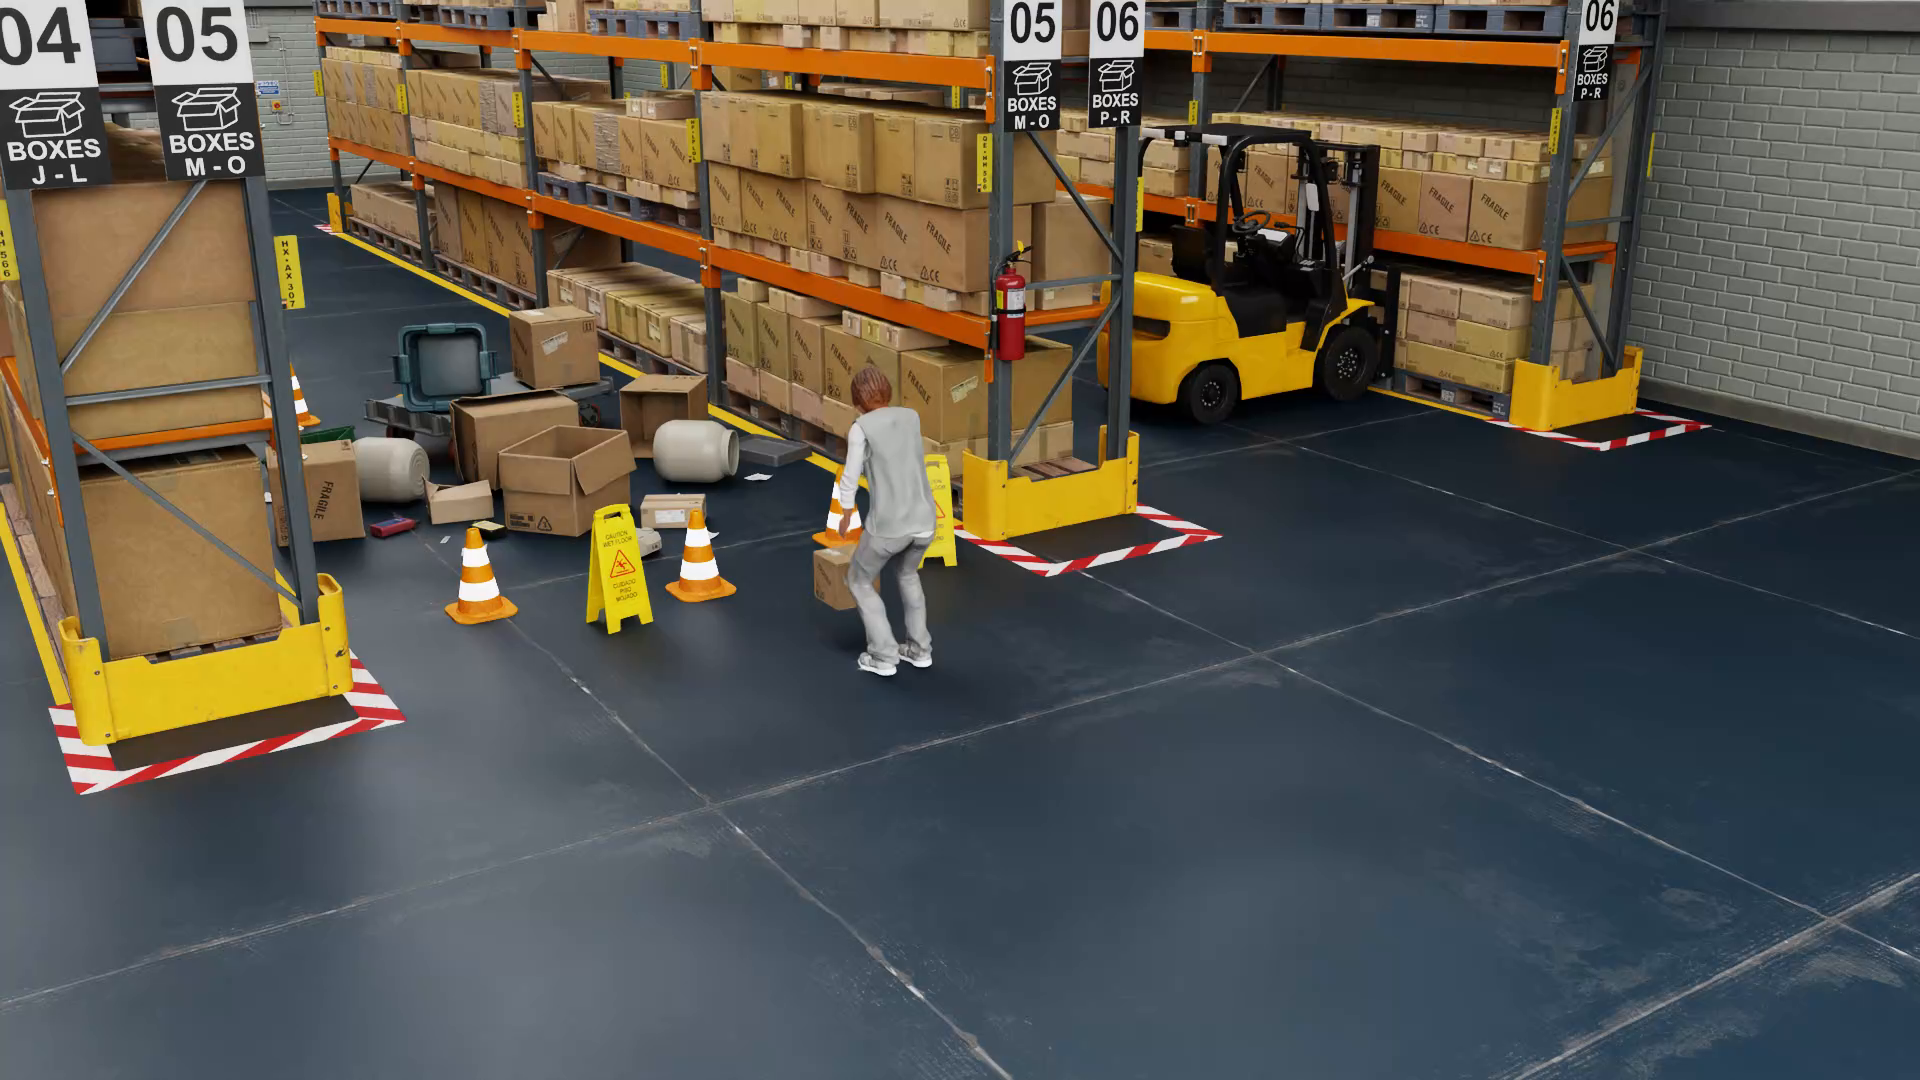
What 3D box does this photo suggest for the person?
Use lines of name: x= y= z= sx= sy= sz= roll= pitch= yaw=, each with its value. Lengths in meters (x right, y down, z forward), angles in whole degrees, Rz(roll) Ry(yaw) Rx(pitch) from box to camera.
person: x=-0.354 y=-0.059 z=8.004 sx=0.447 sy=1.448 sz=0.497 roll=-11 pitch=21 yaw=-30
